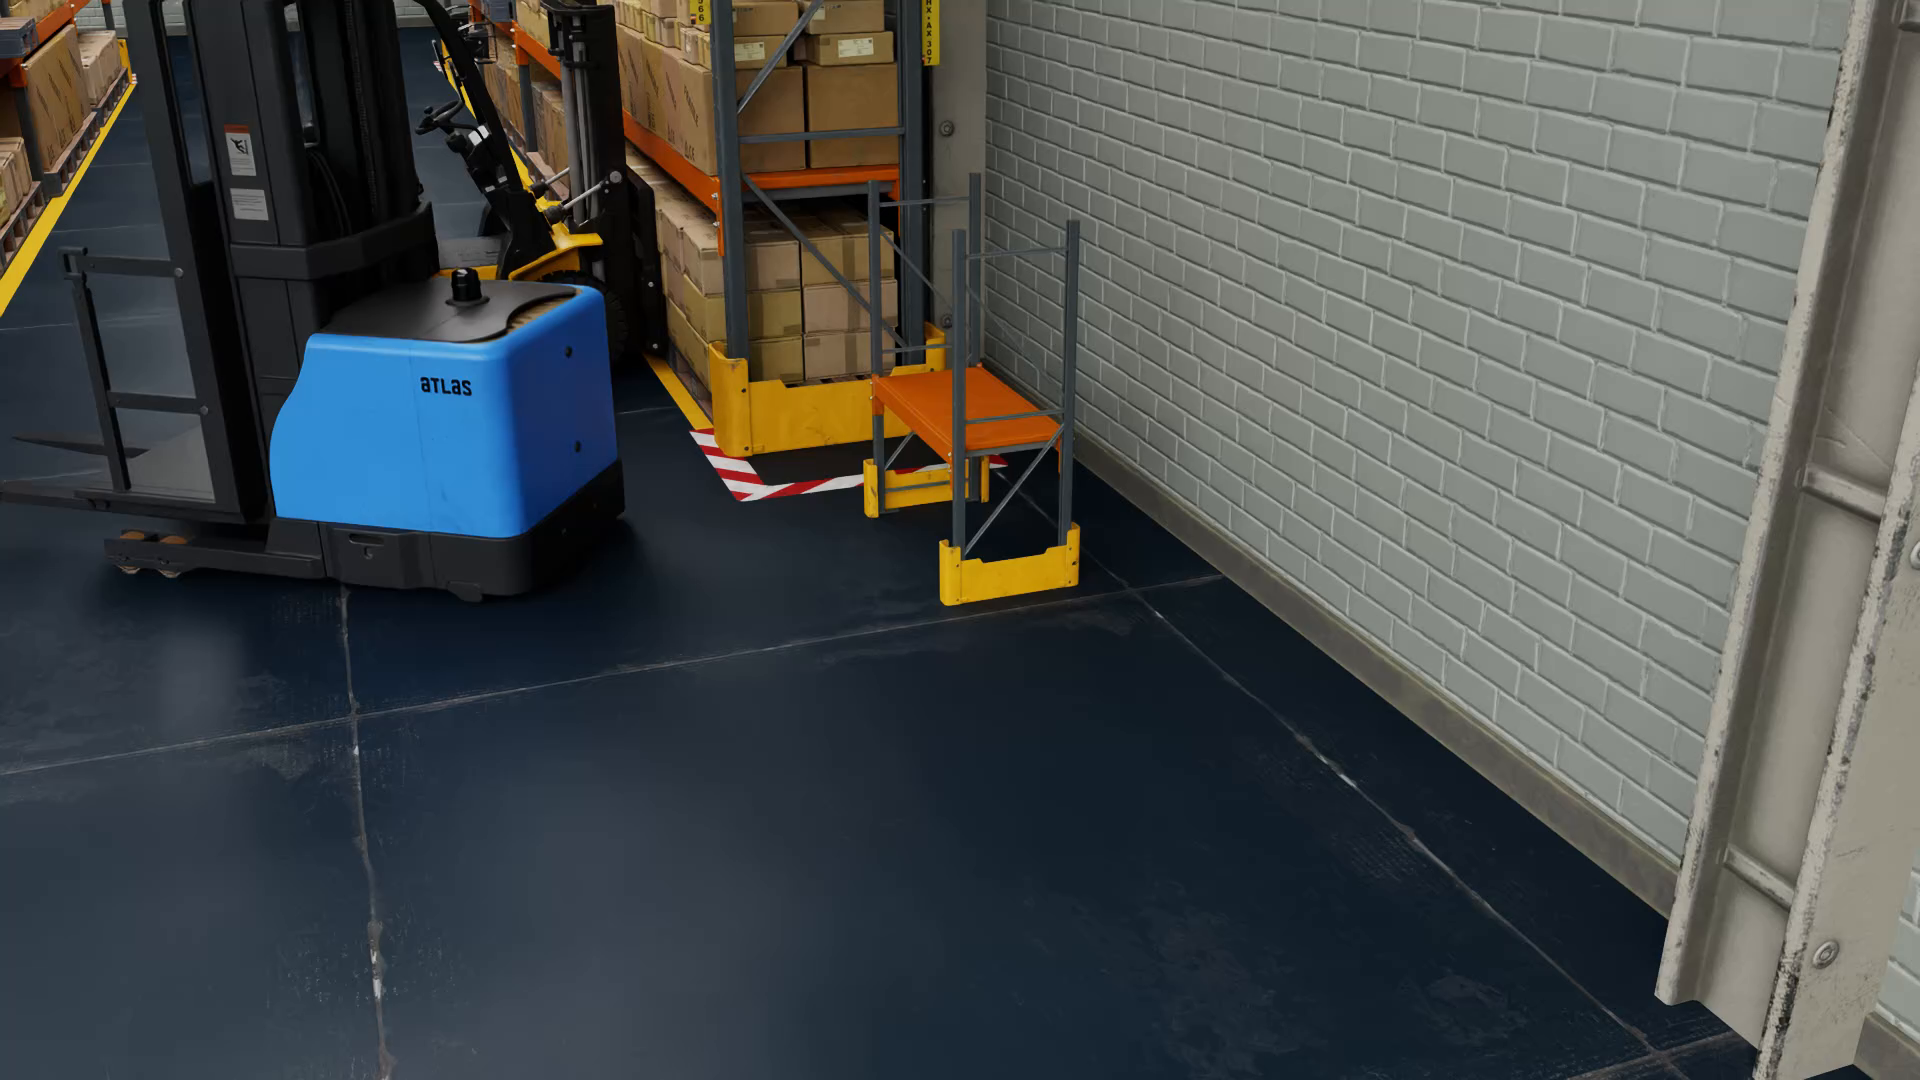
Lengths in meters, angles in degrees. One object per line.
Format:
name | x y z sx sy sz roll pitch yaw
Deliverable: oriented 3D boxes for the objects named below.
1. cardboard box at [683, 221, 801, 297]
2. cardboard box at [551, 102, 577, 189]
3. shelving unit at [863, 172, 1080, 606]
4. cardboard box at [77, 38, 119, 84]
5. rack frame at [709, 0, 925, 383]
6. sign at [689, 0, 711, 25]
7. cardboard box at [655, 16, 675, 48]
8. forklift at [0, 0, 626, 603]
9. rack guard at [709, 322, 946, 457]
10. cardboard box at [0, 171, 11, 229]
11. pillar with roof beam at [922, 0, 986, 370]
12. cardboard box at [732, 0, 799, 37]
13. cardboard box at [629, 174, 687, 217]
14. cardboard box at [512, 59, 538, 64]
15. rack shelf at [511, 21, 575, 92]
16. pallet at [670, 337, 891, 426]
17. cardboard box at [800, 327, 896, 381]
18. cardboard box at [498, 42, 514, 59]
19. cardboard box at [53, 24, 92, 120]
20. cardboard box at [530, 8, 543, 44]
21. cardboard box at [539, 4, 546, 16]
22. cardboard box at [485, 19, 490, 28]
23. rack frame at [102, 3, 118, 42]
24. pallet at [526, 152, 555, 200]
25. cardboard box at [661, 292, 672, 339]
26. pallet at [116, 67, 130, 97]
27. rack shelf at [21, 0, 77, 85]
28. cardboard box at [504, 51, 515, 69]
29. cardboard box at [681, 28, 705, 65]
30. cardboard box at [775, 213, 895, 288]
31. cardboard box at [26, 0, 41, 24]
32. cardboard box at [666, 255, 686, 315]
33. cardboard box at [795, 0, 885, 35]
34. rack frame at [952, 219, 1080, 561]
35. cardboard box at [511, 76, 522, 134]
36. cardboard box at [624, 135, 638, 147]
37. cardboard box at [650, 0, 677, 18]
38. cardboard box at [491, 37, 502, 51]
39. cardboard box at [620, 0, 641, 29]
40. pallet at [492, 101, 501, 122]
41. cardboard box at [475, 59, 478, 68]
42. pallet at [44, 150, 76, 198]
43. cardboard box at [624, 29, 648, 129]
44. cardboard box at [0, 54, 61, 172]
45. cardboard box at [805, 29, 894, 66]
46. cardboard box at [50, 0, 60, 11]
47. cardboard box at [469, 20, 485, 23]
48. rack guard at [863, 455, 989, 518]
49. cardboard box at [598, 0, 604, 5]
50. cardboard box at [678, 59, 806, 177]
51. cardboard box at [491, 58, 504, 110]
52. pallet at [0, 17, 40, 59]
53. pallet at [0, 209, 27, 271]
cardboard box | -1.123 -1.447 8.533 0.500 0.250 0.500 -8 24 -17
cardboard box | -2.811 -3.232 13.573 0.875 0.625 0.625 -9 25 -21
shelving unit | 0.027 -0.663 6.893 0.587 1.500 1.083 -8 24 -19
cardboard box | -10.305 -5.522 19.247 0.875 0.438 0.875 -8 24 -18
rack frame | -0.668 -1.935 7.980 1.000 3.000 0.127 -8 24 -19
sign | -1.181 -2.509 7.544 0.100 0.325 0.005 -8 24 -19
cardboard box | -1.421 -2.742 8.928 0.380 0.149 0.250 -9 25 -21
forklift | -3.060 -1.391 6.777 3.031 2.935 1.130 5 23 12
rack guard | -0.660 -0.775 8.444 1.175 0.500 0.348 -8 24 -19
cardboard box | -7.416 -2.392 11.907 0.950 0.372 0.625 -8 24 -17
pillar with roof beam | -4.099 -4.486 6.307 9.100 9.000 0.400 -8 24 -19
cardboard box | -0.992 -2.519 8.017 0.380 0.149 0.250 -8 24 -19
cardboard box | -1.668 -1.999 9.843 0.500 0.250 0.500 -9 24 -20
cardboard box | -4.083 -4.524 15.964 0.380 0.149 0.250 -9 25 -21
rack shelf | -2.788 -3.784 13.292 1.077 0.370 4.000 -8 24 -19
pallet | -0.978 -0.923 9.167 1.003 0.211 1.213 -8 24 -19
cardboard box | -0.659 -1.067 8.919 0.500 0.250 0.500 -8 24 -19
cardboard box | -4.595 -5.094 17.316 0.380 0.149 0.250 -8 24 -19
cardboard box | -9.256 -4.613 16.528 0.875 0.875 0.875 -8 24 -17
cardboard box | -3.205 -4.209 13.566 0.500 0.250 0.500 -9 25 -21
cardboard box | -3.019 -4.252 13.025 0.500 0.250 0.500 -8 24 -18
cardboard box | -4.973 -5.615 18.169 0.380 0.149 0.250 -9 24 -20
rack frame | -10.963 -7.067 20.154 1.000 3.000 0.127 -8 24 -19
pallet | -3.240 -3.253 14.696 1.003 0.211 1.213 -8 24 -19
cardboard box | -1.465 -1.354 9.600 0.500 0.250 0.500 -8 24 -18
pallet | -10.607 -5.502 20.032 1.003 0.211 1.213 -8 24 -19
rack shelf | -8.843 -4.555 15.121 1.077 0.370 4.000 -8 24 -19
cardboard box | -4.348 -4.813 16.650 0.380 0.149 0.250 -10 25 -22
cardboard box | -1.171 -2.457 8.253 0.380 0.149 0.250 -8 24 -18
cardboard box | -0.661 -1.523 8.714 0.500 0.250 0.500 -9 24 -20
cardboard box | -8.452 -4.679 14.681 0.500 0.250 0.500 -8 24 -17
cardboard box | -1.300 -1.410 9.089 0.500 0.250 0.500 -9 24 -20
cardboard box | -0.587 -2.569 8.136 0.380 0.149 0.250 -9 24 -20
rack frame | 0.210 -0.475 6.447 0.500 1.500 0.032 -8 24 -19
cardboard box | -4.012 -4.191 16.010 0.500 0.500 0.500 -9 24 -20
cardboard box | -2.204 -2.557 11.167 0.500 0.250 0.500 -9 24 -20
cardboard box | -1.440 -2.875 8.863 0.380 0.149 0.250 -8 24 -18
cardboard box | -4.860 -5.379 17.993 0.380 0.149 0.250 -9 24 -20
cardboard box | -1.790 -3.113 9.809 0.380 0.149 0.250 -9 25 -21
pallet | -4.585 -4.720 18.177 1.003 0.211 1.213 -8 24 -19
cardboard box | -5.505 -5.521 19.467 0.396 0.266 0.258 -7 24 -17
pallet | -8.345 -3.172 14.503 1.003 0.211 1.213 -8 24 -19
cardboard box | -1.632 -2.681 9.621 0.500 0.500 0.500 -8 24 -19
cardboard box | -8.303 -3.637 14.211 0.875 0.875 0.875 -9 24 -19
cardboard box | -0.546 -2.439 8.211 0.380 0.149 0.250 -9 24 -20
cardboard box | -8.977 -5.230 15.991 0.500 0.250 0.500 -9 24 -20
cardboard box | -5.928 -6.239 20.869 0.700 0.500 0.500 -7 24 -17
rack guard | -0.149 -0.268 7.565 0.587 0.250 0.087 -8 24 -19
cardboard box | -2.122 -3.488 10.699 0.380 0.149 0.250 -8 24 -18
cardboard box | -1.088 -2.124 8.299 0.500 0.500 0.500 -9 24 -20
cardboard box | -4.578 -4.756 17.351 0.500 0.500 0.500 -9 25 -21
pallet | -7.786 -3.827 12.715 1.213 0.211 1.003 -8 24 -19
pallet | -7.435 -2.148 12.075 1.003 0.211 1.213 -8 24 -19
